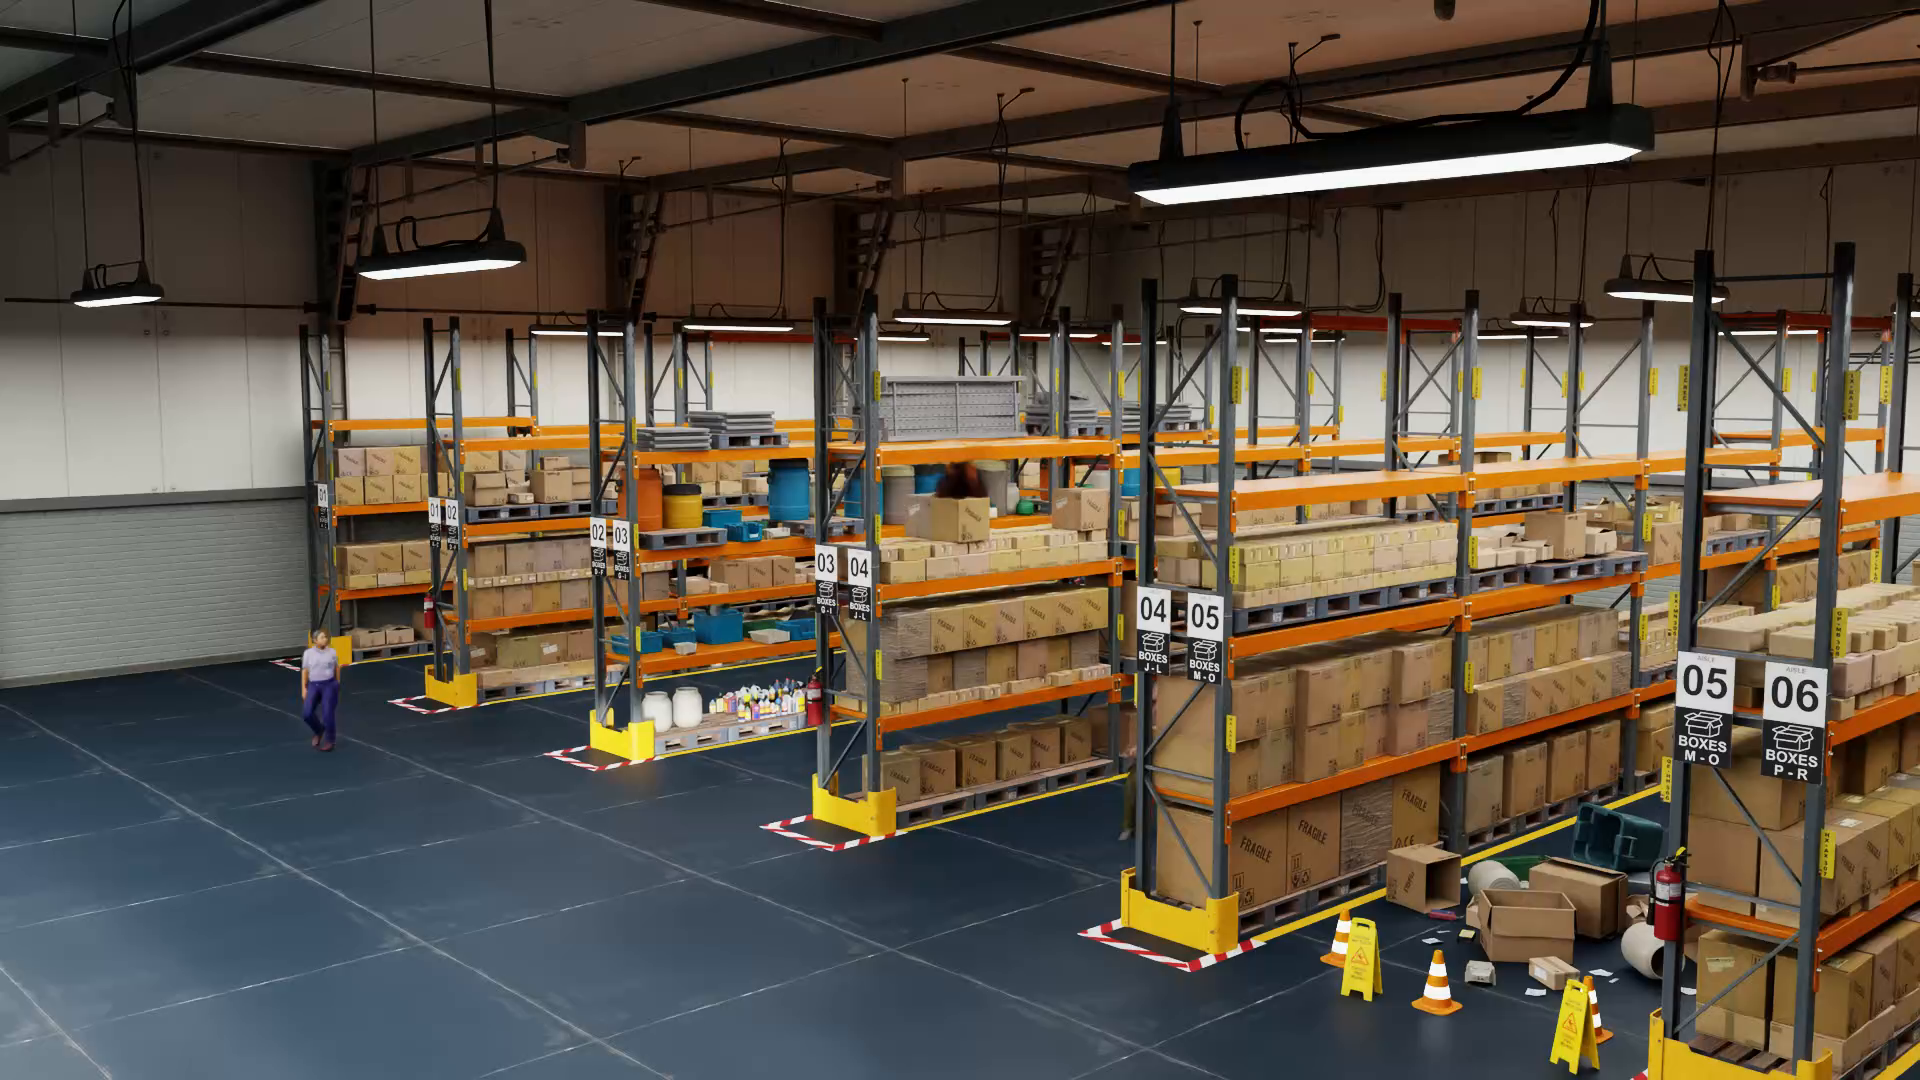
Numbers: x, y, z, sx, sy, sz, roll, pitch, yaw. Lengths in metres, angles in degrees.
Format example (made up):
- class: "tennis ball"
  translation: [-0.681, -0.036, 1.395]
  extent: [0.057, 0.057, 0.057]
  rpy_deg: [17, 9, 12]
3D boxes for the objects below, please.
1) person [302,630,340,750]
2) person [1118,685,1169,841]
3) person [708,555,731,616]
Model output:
- class: "person"
  translation: [-8.717, 2.046, 22.674]
  extent: [0.468, 1.625, 0.458]
  rpy_deg: [0, 6, -3]
- class: "person"
  translation: [2.160, 2.481, 18.506]
  extent: [0.954, 1.807, 0.568]
  rpy_deg: [-5, 8, -42]
- class: "person"
  translation: [-4.589, 1.038, 32.172]
  extent: [0.558, 1.774, 0.464]
  rpy_deg: [-5, 8, -40]
